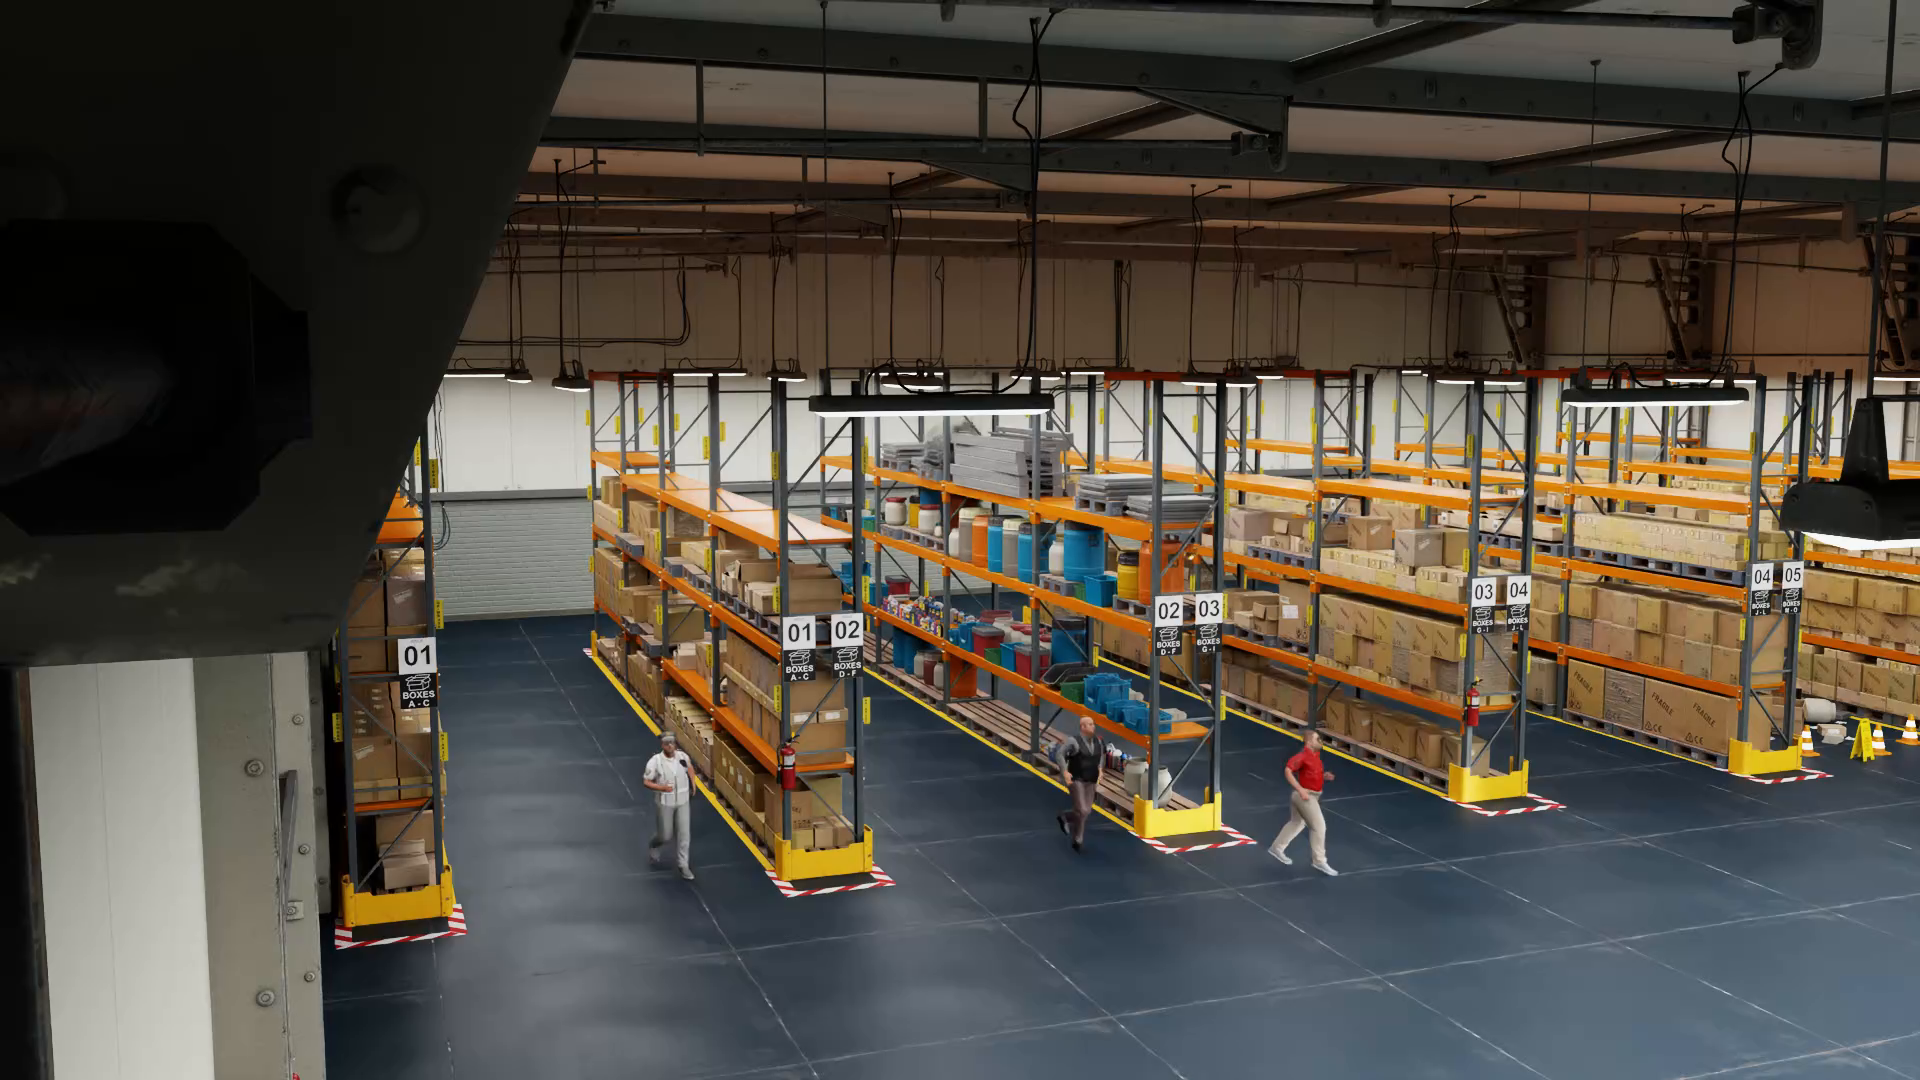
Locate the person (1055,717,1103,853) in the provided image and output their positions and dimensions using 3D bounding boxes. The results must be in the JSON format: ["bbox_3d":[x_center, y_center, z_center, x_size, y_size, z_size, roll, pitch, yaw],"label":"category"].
[{"bbox_3d":[1.559,3.132,21.490,0.709,1.730,0.734,-4,8,-32],"label":"person"}]

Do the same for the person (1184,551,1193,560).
[{"bbox_3d":[5.534,0.921,40.912,0.513,1.700,0.763,-5,8,-37],"label":"person"}]

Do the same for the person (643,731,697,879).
[{"bbox_3d":[-3.496,3.196,20.316,0.677,1.735,0.979,-3,7,-25],"label":"person"}]

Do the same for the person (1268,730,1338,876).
[{"bbox_3d":[4.217,3.188,20.368,0.865,1.764,0.651,2,7,17],"label":"person"}]
